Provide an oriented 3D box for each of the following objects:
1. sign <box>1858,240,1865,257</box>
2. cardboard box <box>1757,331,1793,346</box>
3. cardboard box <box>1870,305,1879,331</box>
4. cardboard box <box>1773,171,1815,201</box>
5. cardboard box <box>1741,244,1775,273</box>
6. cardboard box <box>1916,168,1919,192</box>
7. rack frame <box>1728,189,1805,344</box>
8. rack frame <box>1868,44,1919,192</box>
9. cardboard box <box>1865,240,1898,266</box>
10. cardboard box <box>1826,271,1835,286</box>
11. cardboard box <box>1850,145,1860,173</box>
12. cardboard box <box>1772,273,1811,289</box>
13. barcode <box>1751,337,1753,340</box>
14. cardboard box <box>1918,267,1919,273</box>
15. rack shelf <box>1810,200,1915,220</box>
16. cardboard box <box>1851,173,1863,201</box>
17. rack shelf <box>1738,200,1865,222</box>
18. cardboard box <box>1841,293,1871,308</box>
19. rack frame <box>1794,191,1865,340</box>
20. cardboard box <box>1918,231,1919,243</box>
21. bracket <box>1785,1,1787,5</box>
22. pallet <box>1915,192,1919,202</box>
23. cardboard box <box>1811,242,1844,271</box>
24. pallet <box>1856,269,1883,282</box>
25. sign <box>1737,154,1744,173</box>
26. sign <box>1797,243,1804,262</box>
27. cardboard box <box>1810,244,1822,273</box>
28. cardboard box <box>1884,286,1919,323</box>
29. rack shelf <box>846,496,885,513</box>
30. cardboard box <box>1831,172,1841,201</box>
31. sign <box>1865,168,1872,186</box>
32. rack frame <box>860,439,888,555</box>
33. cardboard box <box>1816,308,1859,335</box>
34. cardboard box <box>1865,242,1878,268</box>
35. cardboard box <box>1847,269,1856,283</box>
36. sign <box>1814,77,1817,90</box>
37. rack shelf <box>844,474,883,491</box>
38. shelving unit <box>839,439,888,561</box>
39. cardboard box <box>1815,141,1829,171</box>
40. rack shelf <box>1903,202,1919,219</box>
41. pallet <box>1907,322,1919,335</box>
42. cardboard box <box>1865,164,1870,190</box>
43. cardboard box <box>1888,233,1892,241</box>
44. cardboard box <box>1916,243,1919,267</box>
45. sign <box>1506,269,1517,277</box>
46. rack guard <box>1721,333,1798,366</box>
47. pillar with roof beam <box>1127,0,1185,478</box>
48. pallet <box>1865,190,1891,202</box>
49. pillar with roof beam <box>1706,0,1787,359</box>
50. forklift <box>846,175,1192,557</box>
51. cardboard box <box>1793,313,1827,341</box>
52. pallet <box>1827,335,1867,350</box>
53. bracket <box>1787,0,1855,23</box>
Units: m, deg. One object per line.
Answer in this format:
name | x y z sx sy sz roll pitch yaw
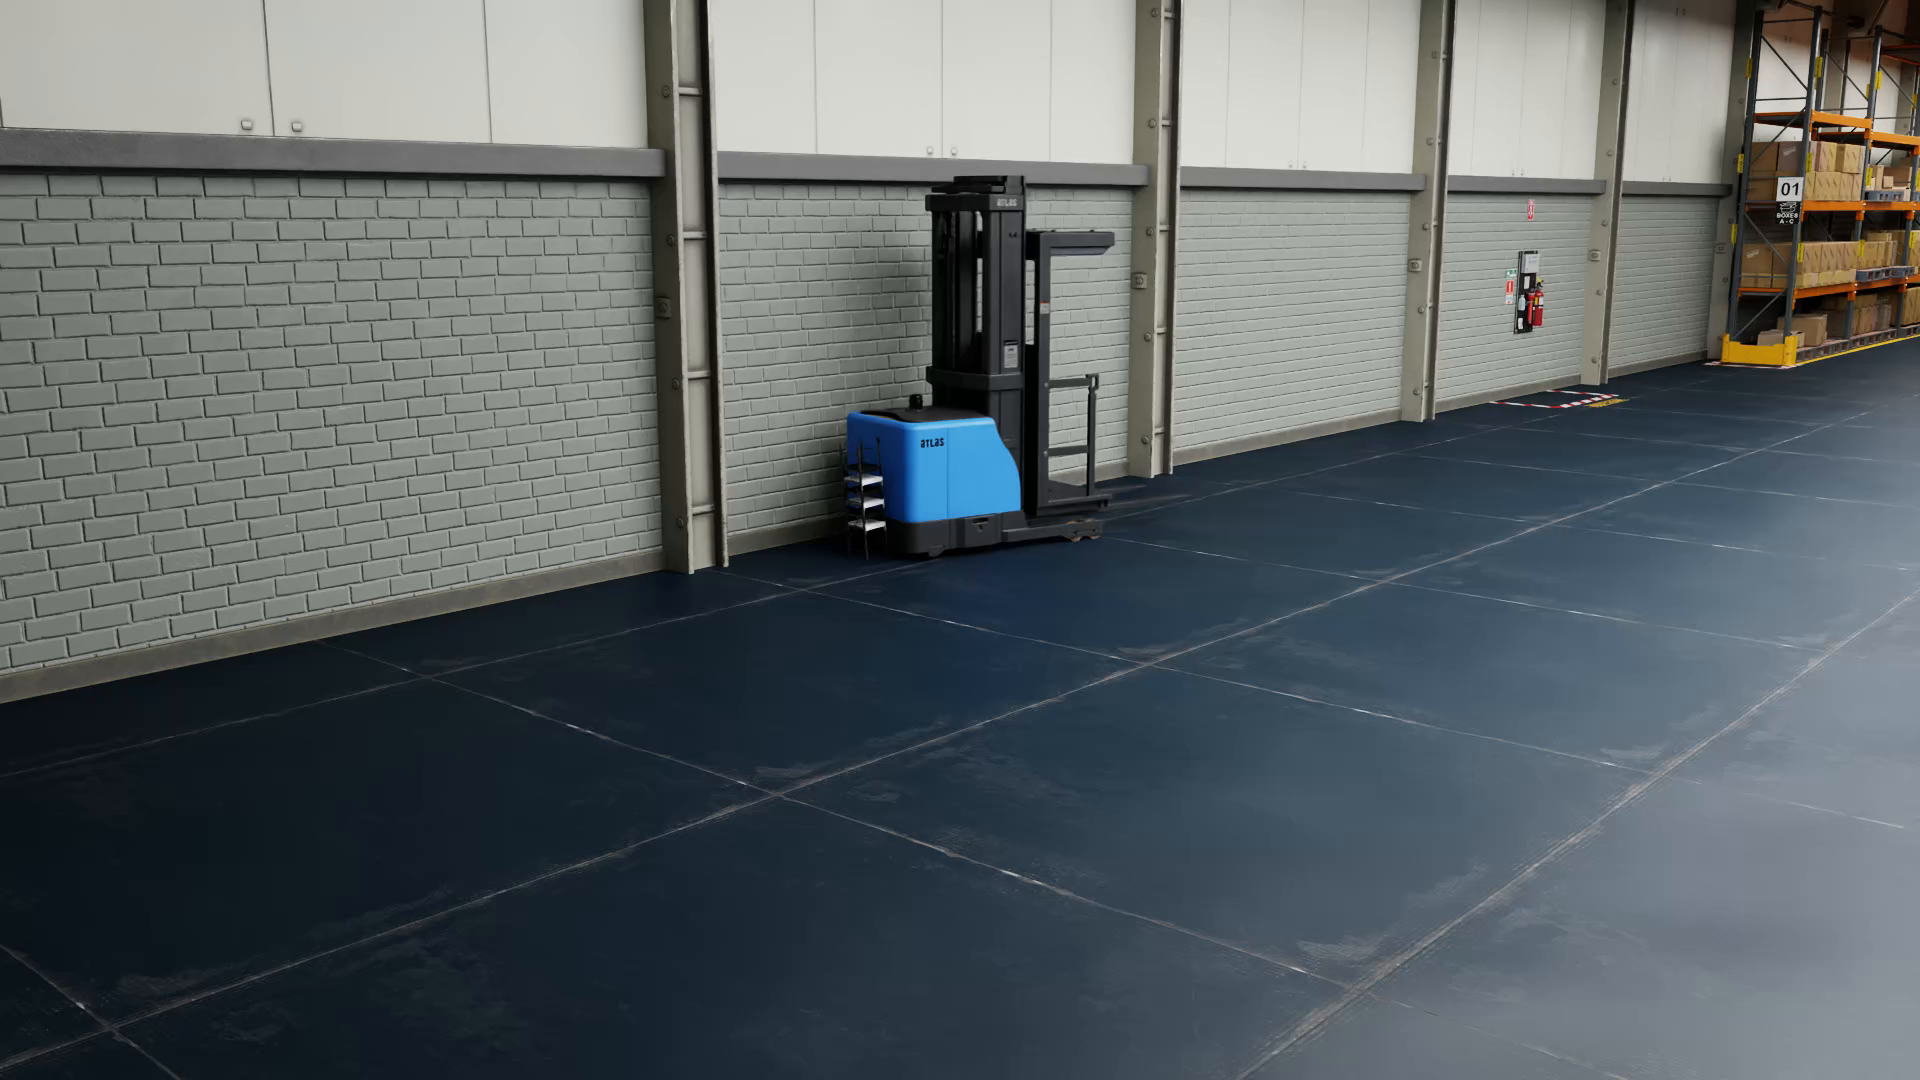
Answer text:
sign | 17.071 -5.524 31.502 0.100 0.325 0.005 10 15 40
cardboard box | 14.542 -3.568 29.657 0.500 0.311 0.500 8 14 34
cardboard box | 18.436 -4.574 34.212 0.700 0.500 0.500 10 15 40
cardboard box | 14.427 -6.127 28.765 0.500 0.500 0.500 10 15 42
cardboard box | 14.170 -4.981 29.410 0.500 0.500 0.500 10 15 40
cardboard box | 20.261 -7.736 35.750 0.700 0.500 0.500 11 16 43
rack frame | 14.018 -4.580 28.986 1.000 3.000 0.127 10 15 40
rack frame | 19.299 -8.699 34.291 1.000 3.000 0.127 10 15 40
cardboard box | 18.996 -5.952 34.473 0.700 0.500 0.500 8 14 34
cardboard box | 15.587 -4.774 30.286 0.500 0.250 0.500 10 15 41
cardboard box | 16.176 -6.998 30.571 0.500 0.500 0.500 11 16 43
cardboard box | 14.579 -4.547 29.152 0.500 0.250 0.500 9 15 39
barcode | 14.254 -3.627 29.929 0.001 0.075 0.075 10 15 40
cardboard box | 20.519 -5.855 35.960 0.380 0.149 0.250 10 15 41
rack shelf | 17.979 -6.581 33.182 1.077 0.370 4.000 10 15 40
cardboard box | 16.509 -6.592 31.093 0.500 0.500 0.500 10 15 42
rack shelf | 15.338 -5.993 30.236 1.077 0.370 4.000 10 15 40
cardboard box | 18.104 -4.850 33.681 0.500 0.250 0.500 10 15 40
rack frame | 16.659 -5.169 31.932 1.000 3.000 0.127 10 15 40
cardboard box | 20.147 -6.443 35.328 0.500 0.250 0.500 9 15 40
bracket | 14.371 -9.517 29.197 0.235 0.232 0.430 10 15 40
pallet | 19.684 -7.237 35.112 1.213 0.211 1.003 11 16 43
cardboard box | 15.913 -5.217 30.588 0.500 0.500 0.500 9 15 39
pallet | 17.272 -5.168 32.420 1.003 0.211 1.213 10 15 40
sign | 13.614 -6.560 28.979 0.100 0.325 0.005 10 15 40
sign | 14.426 -4.935 28.550 0.100 0.325 0.005 10 15 40
cardboard box | 14.893 -4.987 29.440 0.500 0.500 0.500 10 15 41
cardboard box | 20.466 -5.128 36.146 0.750 0.750 0.750 10 15 40
rack shelf | -0.746 -0.280 12.950 0.200 0.077 0.258 -16 19 -39
cardboard box | 15.485 -6.360 29.931 0.500 0.500 0.500 11 16 44
sign | 17.071 -6.824 31.242 0.100 0.325 0.005 10 15 40
rack frame | -0.672 -0.334 13.006 0.006 0.900 0.240 -16 19 -39
cardboard box | 17.435 -4.352 33.100 0.700 0.500 0.500 9 15 39
cardboard box | 17.806 -5.686 33.144 0.500 0.500 0.700 -10 15 -40
cardboard box | 16.574 -4.996 31.400 0.500 0.250 0.500 10 15 40
sign | 16.238 -8.717 31.593 0.100 0.325 0.005 10 15 40
rack shelf | -0.757 -0.454 12.905 0.200 0.077 0.258 -16 19 -39
shelving unit | -0.748 -0.313 12.941 0.210 0.900 0.258 -16 19 -39
cardboard box | 14.824 -6.693 29.046 0.500 0.500 0.500 10 15 40
rack shelf | 20.619 -7.170 36.129 1.077 0.370 4.000 10 15 40
pallet | 20.682 -4.675 36.578 1.003 0.211 1.213 10 15 40
cardboard box | 17.080 -6.965 31.938 0.500 0.500 0.500 -9 15 -39
cardboard box | 19.094 -6.286 34.489 0.380 0.149 0.250 7 14 33
cardboard box | 20.165 -6.076 35.410 0.500 0.500 0.500 10 15 42
sign | 7.777 -3.763 23.448 0.001 0.109 0.331 10 15 40
rack guard | 14.068 -3.366 29.286 1.175 0.500 0.348 10 15 40
pillar with roof beam | 5.182 -4.532 13.428 9.100 9.000 0.400 10 15 40
pallet | 17.146 -6.625 32.043 1.213 0.211 1.003 10 15 40
pillar with roof beam | 17.064 -7.181 26.687 9.100 9.000 0.548 10 15 40
forklift | 0.584 -1.503 13.752 3.031 2.935 1.130 -7 13 -33
cardboard box | 16.004 -4.001 31.343 0.500 0.500 0.500 8 14 36
pallet | 17.171 -3.916 32.780 1.003 0.211 1.213 10 15 40
bracket | 16.072 -9.897 31.095 0.076 0.066 4.783 10 15 40
